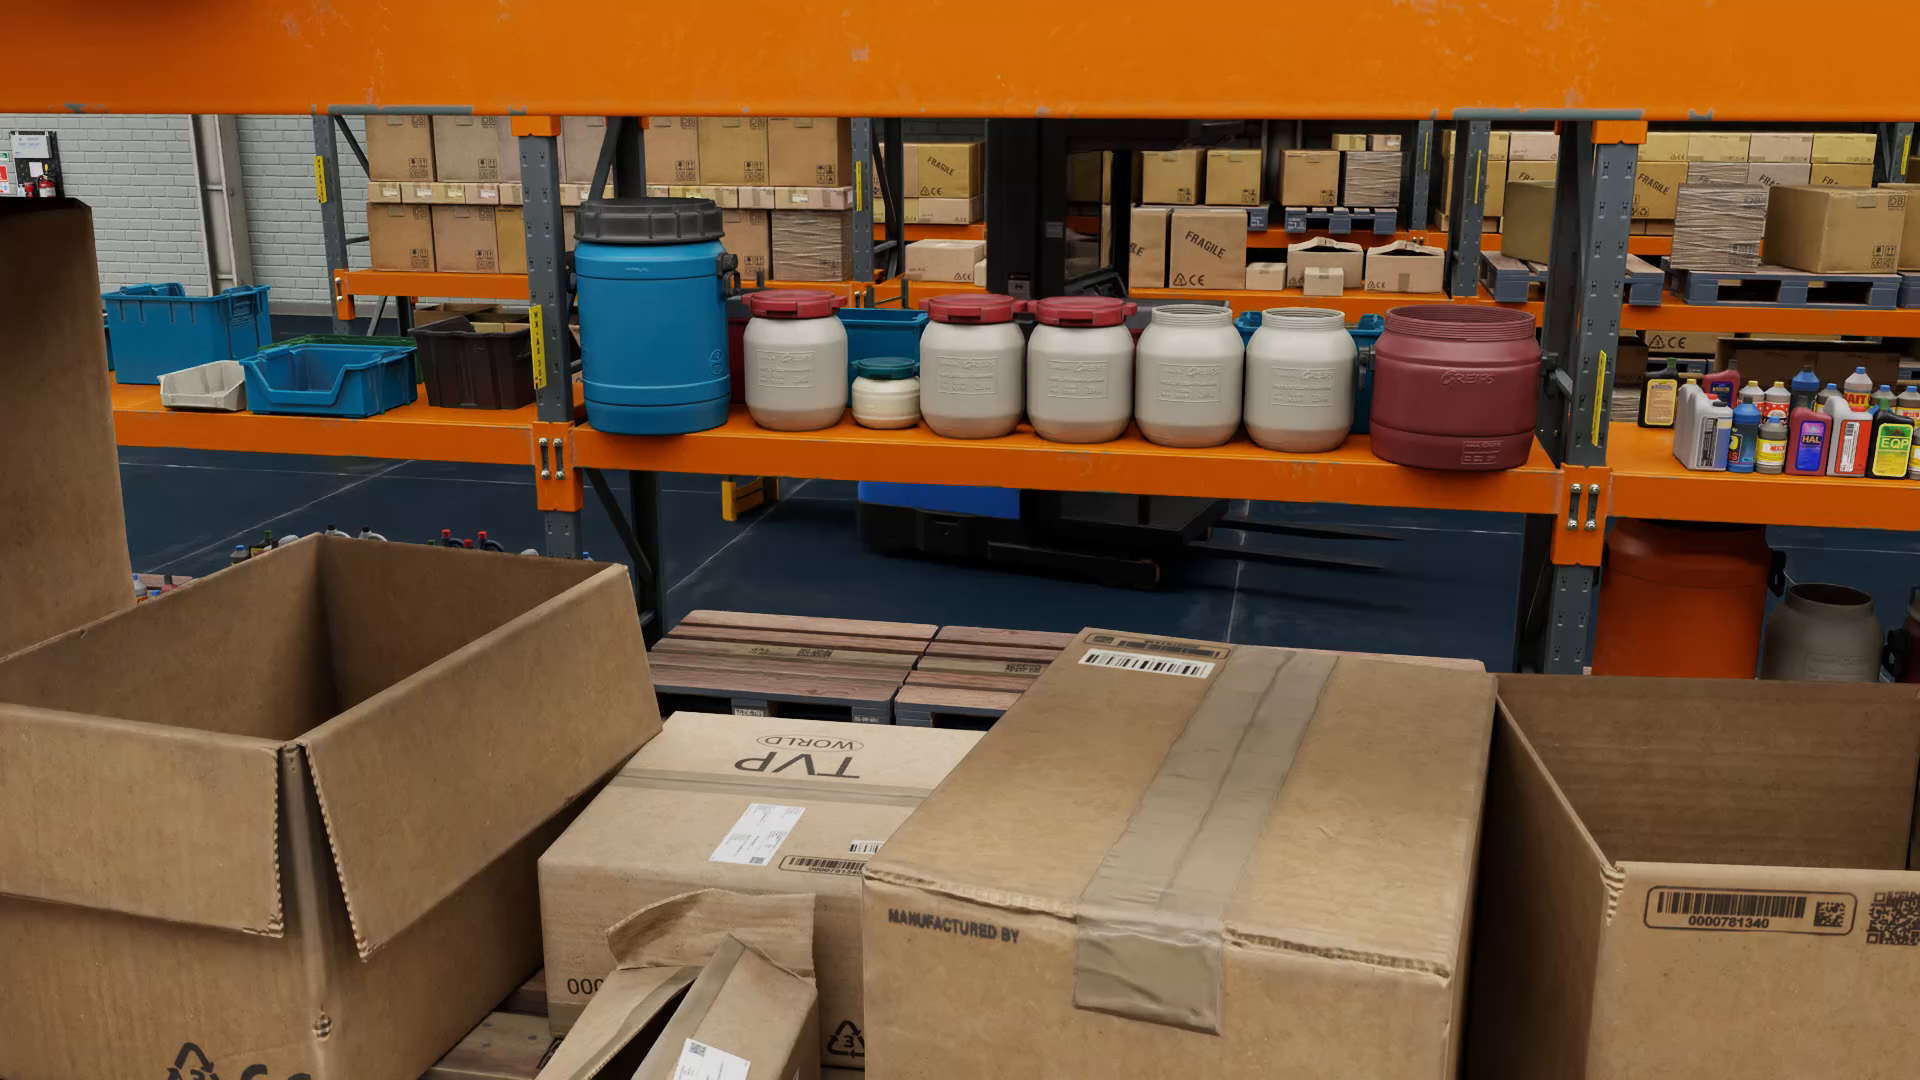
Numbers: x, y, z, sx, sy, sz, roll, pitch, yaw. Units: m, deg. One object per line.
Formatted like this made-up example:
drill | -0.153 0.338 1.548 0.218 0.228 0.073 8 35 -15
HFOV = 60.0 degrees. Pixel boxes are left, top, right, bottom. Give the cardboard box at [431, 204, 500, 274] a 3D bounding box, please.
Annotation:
cardboard box | -3.521 -2.280 12.417 0.500 0.500 0.700 4 16 13

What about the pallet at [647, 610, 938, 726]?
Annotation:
pallet | -0.785 0.597 7.441 1.213 0.211 1.003 3 16 11

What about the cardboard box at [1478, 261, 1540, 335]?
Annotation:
cardboard box | 5.026 -2.250 15.737 0.750 0.750 0.750 3 16 10

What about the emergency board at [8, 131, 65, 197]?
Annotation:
emergency board | -10.943 -4.232 19.652 0.643 1.169 0.194 3 16 11

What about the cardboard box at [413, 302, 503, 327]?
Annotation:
cardboard box | -3.906 -1.575 13.017 0.500 0.500 0.500 3 16 11

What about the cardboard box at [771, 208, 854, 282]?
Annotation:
cardboard box | -1.008 -2.144 11.926 0.500 0.500 0.700 3 16 10

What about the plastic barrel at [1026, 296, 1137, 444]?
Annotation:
plastic barrel | 0.475 -0.674 6.550 0.433 0.535 0.433 0 15 0

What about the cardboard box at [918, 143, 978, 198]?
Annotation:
cardboard box | -0.113 -3.613 16.255 0.500 0.500 0.500 3 16 11

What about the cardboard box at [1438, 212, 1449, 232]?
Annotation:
cardboard box | 4.608 -2.968 15.520 0.250 0.149 0.380 3 16 10

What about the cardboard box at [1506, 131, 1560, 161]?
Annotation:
cardboard box | 5.252 -3.600 15.182 0.500 0.250 0.500 3 16 10

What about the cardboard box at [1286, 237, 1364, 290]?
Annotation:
cardboard box | 2.510 -1.916 11.458 0.500 0.311 0.500 3 16 10

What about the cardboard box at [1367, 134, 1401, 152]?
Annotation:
cardboard box | 3.988 -3.741 15.650 0.250 0.149 0.380 1 16 4

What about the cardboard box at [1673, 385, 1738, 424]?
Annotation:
cardboard box | 4.742 -0.715 10.813 0.500 0.500 0.500 3 16 10

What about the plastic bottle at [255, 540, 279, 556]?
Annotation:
plastic bottle | -3.374 0.137 8.141 0.133 0.283 0.061 3 16 11

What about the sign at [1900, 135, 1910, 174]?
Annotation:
sign | 8.153 -3.322 14.344 0.005 0.325 0.100 3 16 11

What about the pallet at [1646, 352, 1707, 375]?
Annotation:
pallet | 6.281 -1.686 15.684 1.213 0.211 1.003 3 16 11

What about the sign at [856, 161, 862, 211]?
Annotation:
sign | -0.681 -2.384 11.210 0.005 0.325 0.100 3 16 11

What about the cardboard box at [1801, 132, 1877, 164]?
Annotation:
cardboard box | 7.743 -3.465 14.695 0.500 0.250 0.500 4 16 12

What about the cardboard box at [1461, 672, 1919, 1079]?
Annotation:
cardboard box | 0.833 0.461 1.734 0.500 0.500 0.500 1 16 4

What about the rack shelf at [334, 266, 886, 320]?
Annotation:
rack shelf | -2.531 -1.834 12.340 4.000 0.370 1.077 3 16 11

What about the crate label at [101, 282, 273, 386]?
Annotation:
crate label | -3.624 -0.981 7.848 0.616 0.435 0.502 3 16 11

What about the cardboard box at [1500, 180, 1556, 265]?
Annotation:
cardboard box | 3.988 -2.108 11.008 0.500 0.500 0.700 -2 16 -8

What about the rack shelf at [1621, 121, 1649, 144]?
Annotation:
rack shelf | 4.317 -1.558 5.726 4.000 0.370 1.077 3 16 11

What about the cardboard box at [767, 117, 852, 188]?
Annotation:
cardboard box | -1.008 -2.769 11.753 0.500 0.500 0.700 3 16 11

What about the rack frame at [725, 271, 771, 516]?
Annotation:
rack frame | -1.356 -0.918 10.495 0.032 1.500 0.500 7 17 23

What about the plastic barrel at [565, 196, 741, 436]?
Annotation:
plastic barrel | -1.244 -0.920 6.756 0.708 0.901 0.600 3 16 11

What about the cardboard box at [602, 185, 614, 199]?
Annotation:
cardboard box | -2.385 -2.474 11.904 0.250 0.149 0.380 4 16 13

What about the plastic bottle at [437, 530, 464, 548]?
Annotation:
plastic bottle | -2.455 0.125 8.061 0.185 0.351 0.144 2 16 9

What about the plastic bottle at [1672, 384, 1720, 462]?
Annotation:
plastic bottle | 2.748 -0.438 6.187 0.135 0.276 0.152 3 16 11

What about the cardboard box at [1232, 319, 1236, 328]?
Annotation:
cardboard box | 2.642 -2.266 16.412 0.500 0.500 0.700 3 16 11

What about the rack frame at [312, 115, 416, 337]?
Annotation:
rack frame | -4.491 -2.287 12.628 0.127 3.000 1.000 3 16 11

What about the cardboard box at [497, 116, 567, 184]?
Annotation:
cardboard box | -2.974 -2.876 12.138 0.500 0.500 0.700 3 16 11

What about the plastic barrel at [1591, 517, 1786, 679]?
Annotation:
plastic barrel | 2.840 0.299 6.571 0.708 0.830 0.600 3 16 11

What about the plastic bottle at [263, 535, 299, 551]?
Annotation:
plastic bottle | -3.353 0.113 8.243 0.135 0.276 0.152 3 16 12

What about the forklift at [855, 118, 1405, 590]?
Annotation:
forklift | 0.952 -1.302 9.201 3.031 2.935 1.130 7 17 23

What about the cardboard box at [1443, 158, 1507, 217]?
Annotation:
cardboard box | 4.757 -3.266 15.380 0.500 0.500 0.500 4 16 13

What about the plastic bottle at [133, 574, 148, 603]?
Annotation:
plastic bottle | -3.767 0.290 7.614 0.097 0.271 0.097 0 15 0

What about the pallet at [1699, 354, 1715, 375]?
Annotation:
pallet | 7.480 -1.622 15.452 1.213 0.211 1.003 3 16 11

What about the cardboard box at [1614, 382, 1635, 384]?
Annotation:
cardboard box | 4.312 -0.880 11.409 0.500 0.500 0.500 4 16 13

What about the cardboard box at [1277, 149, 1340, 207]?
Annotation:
cardboard box | 3.316 -3.462 15.861 0.500 0.500 0.700 2 16 6

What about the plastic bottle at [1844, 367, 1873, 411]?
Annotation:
plastic bottle | 3.556 -0.550 6.599 0.097 0.271 0.097 0 15 0

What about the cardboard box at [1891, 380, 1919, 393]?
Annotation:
cardboard box | 6.318 -0.771 11.014 0.500 0.500 0.500 3 16 12

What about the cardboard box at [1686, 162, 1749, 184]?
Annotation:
cardboard box | 6.757 -3.158 14.991 0.500 0.500 0.500 3 16 11

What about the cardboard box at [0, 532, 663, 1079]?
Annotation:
cardboard box | -0.832 0.333 2.190 0.637 0.503 0.797 5 16 17

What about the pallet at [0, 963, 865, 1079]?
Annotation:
pallet | -0.577 0.728 2.104 1.213 0.211 1.003 3 16 11

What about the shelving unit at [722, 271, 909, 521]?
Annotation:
shelving unit | -0.884 -0.861 10.290 1.083 1.500 0.587 7 17 23

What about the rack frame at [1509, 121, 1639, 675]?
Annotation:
rack frame | 2.358 -0.566 6.415 0.127 3.000 1.000 3 16 11

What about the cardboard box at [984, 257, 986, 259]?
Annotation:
cardboard box | 0.327 -2.010 11.883 0.258 0.266 0.396 3 16 10

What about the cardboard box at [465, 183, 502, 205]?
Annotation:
cardboard box | -3.399 -2.529 12.102 0.250 0.149 0.380 3 16 10

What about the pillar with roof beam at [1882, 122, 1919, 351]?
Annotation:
pillar with roof beam | 8.252 -4.898 10.819 0.400 9.000 9.100 3 16 11

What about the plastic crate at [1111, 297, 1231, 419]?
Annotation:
plastic crate | 0.835 -0.762 7.006 0.583 0.464 0.402 3 16 11

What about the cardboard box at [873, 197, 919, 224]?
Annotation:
cardboard box | -0.599 -3.282 16.465 0.500 0.250 0.500 3 16 11

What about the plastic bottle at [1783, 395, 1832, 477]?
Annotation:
plastic bottle | 3.030 -0.372 5.936 0.133 0.283 0.061 3 16 11

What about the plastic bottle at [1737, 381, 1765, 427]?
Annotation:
plastic bottle | 3.175 -0.537 6.683 0.097 0.201 0.097 0 15 0

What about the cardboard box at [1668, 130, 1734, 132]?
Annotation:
cardboard box | 6.846 -3.651 15.367 0.500 0.250 0.500 3 16 9

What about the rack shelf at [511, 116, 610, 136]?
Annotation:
rack shelf | -3.522 -1.984 7.263 4.000 0.370 1.077 3 16 11

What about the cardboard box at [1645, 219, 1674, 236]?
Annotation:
cardboard box | 6.370 -2.873 15.178 0.250 0.149 0.380 4 16 13

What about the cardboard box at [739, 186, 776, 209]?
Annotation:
cardboard box | -1.380 -2.420 11.707 0.250 0.149 0.380 3 16 9

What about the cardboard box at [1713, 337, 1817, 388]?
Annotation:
cardboard box | 5.371 -1.186 11.109 0.500 0.250 0.500 3 16 10

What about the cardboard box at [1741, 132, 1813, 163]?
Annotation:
cardboard box | 7.244 -3.495 14.802 0.500 0.250 0.500 3 16 12
